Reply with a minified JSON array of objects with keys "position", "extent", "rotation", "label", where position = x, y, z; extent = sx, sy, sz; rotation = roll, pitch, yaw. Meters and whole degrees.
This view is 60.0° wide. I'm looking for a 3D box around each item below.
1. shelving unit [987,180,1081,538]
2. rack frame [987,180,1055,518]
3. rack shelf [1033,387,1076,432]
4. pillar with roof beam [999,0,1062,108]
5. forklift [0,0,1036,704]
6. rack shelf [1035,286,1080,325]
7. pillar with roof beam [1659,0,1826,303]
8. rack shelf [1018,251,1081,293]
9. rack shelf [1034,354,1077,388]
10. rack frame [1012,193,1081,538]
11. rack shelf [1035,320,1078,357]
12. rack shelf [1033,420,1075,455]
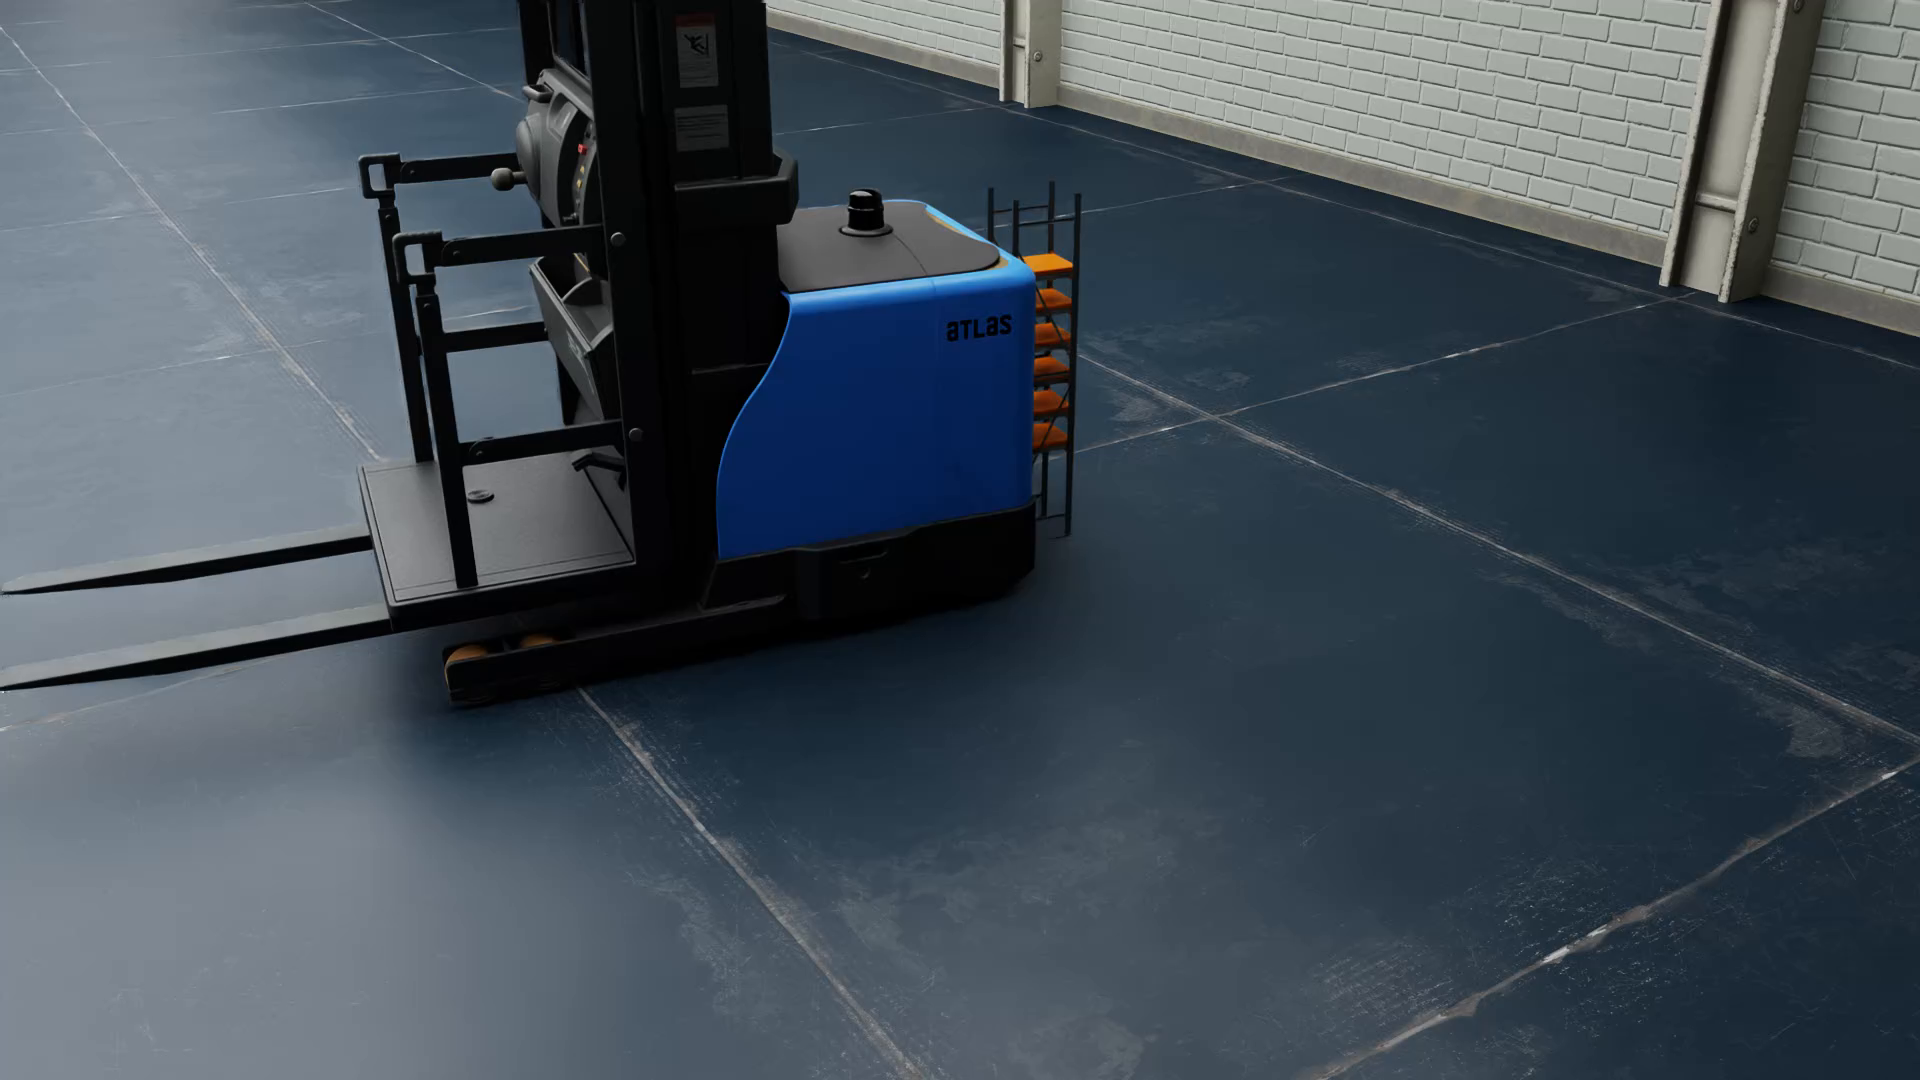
[{"position":[0.237,-0.573,5.558],"extent":[0.258,1.200,0.189],"rotation":[-11,27,-22],"label":"shelving unit"},{"position":[0.199,-0.608,5.633],"extent":[0.240,1.200,0.006],"rotation":[-11,27,-22],"label":"rack frame"},{"position":[0.237,-0.424,5.628],"extent":[0.258,0.103,0.180],"rotation":[-11,27,-22],"label":"rack shelf"},{"position":[-3.063,-6.490,8.957],"extent":[9.100,9.000,0.400],"rotation":[-16,29,-30],"label":"pillar with roof beam"},{"position":[-1.323,-1.112,4.672],"extent":[3.031,2.935,1.130],"rotation":[-10,27,-21],"label":"forklift"},{"position":[0.237,-0.750,5.474],"extent":[0.258,0.103,0.180],"rotation":[-11,27,-22],"label":"rack shelf"},{"position":[0.212,-4.344,4.411],"extent":[9.100,9.000,0.400],"rotation":[-16,29,-30],"label":"pillar with roof beam"},{"position":[0.237,-0.858,5.423],"extent":[0.258,0.103,0.180],"rotation":[-11,27,-22],"label":"rack shelf"},{"position":[0.237,-0.533,5.577],"extent":[0.258,0.103,0.180],"rotation":[-11,27,-22],"label":"rack shelf"},{"position":[0.274,-0.537,5.482],"extent":[0.240,1.200,0.006],"rotation":[-11,27,-22],"label":"rack frame"},{"position":[0.237,-0.641,5.526],"extent":[0.258,0.103,0.180],"rotation":[-11,27,-22],"label":"rack shelf"},{"position":[0.237,-0.316,5.679],"extent":[0.258,0.103,0.180],"rotation":[-11,27,-22],"label":"rack shelf"}]
